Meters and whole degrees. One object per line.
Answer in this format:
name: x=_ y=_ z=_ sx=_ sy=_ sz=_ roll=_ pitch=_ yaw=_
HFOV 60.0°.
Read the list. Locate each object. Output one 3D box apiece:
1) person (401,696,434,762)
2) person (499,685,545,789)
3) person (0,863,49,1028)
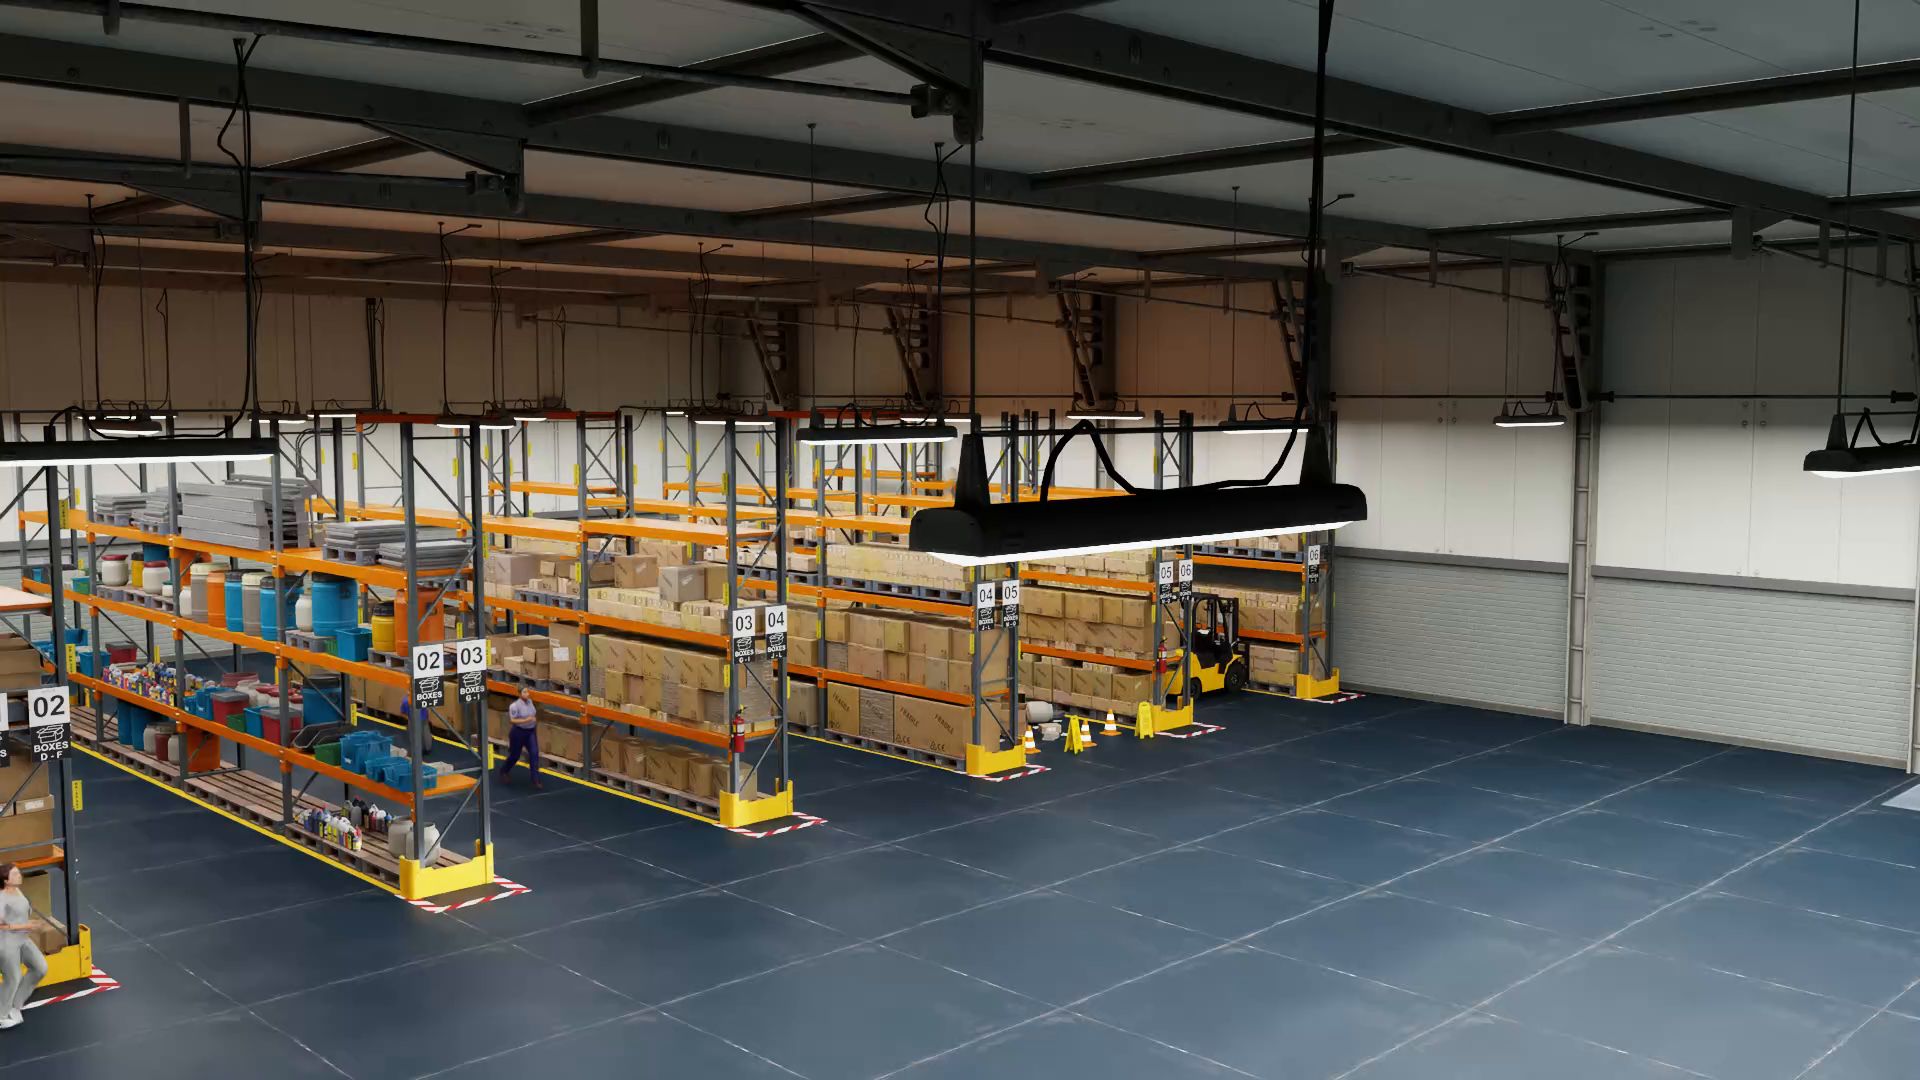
person: x=-8.981 y=3.133 z=27.634 sx=0.569 sy=1.617 sz=0.516 roll=-5 pitch=7 yaw=-43
person: x=-7.075 y=3.157 z=26.844 sx=0.933 sy=1.652 sz=0.598 roll=4 pitch=6 yaw=36
person: x=-9.465 y=4.057 z=16.680 sx=0.589 sy=1.667 sz=0.568 roll=0 pitch=5 yaw=-3
